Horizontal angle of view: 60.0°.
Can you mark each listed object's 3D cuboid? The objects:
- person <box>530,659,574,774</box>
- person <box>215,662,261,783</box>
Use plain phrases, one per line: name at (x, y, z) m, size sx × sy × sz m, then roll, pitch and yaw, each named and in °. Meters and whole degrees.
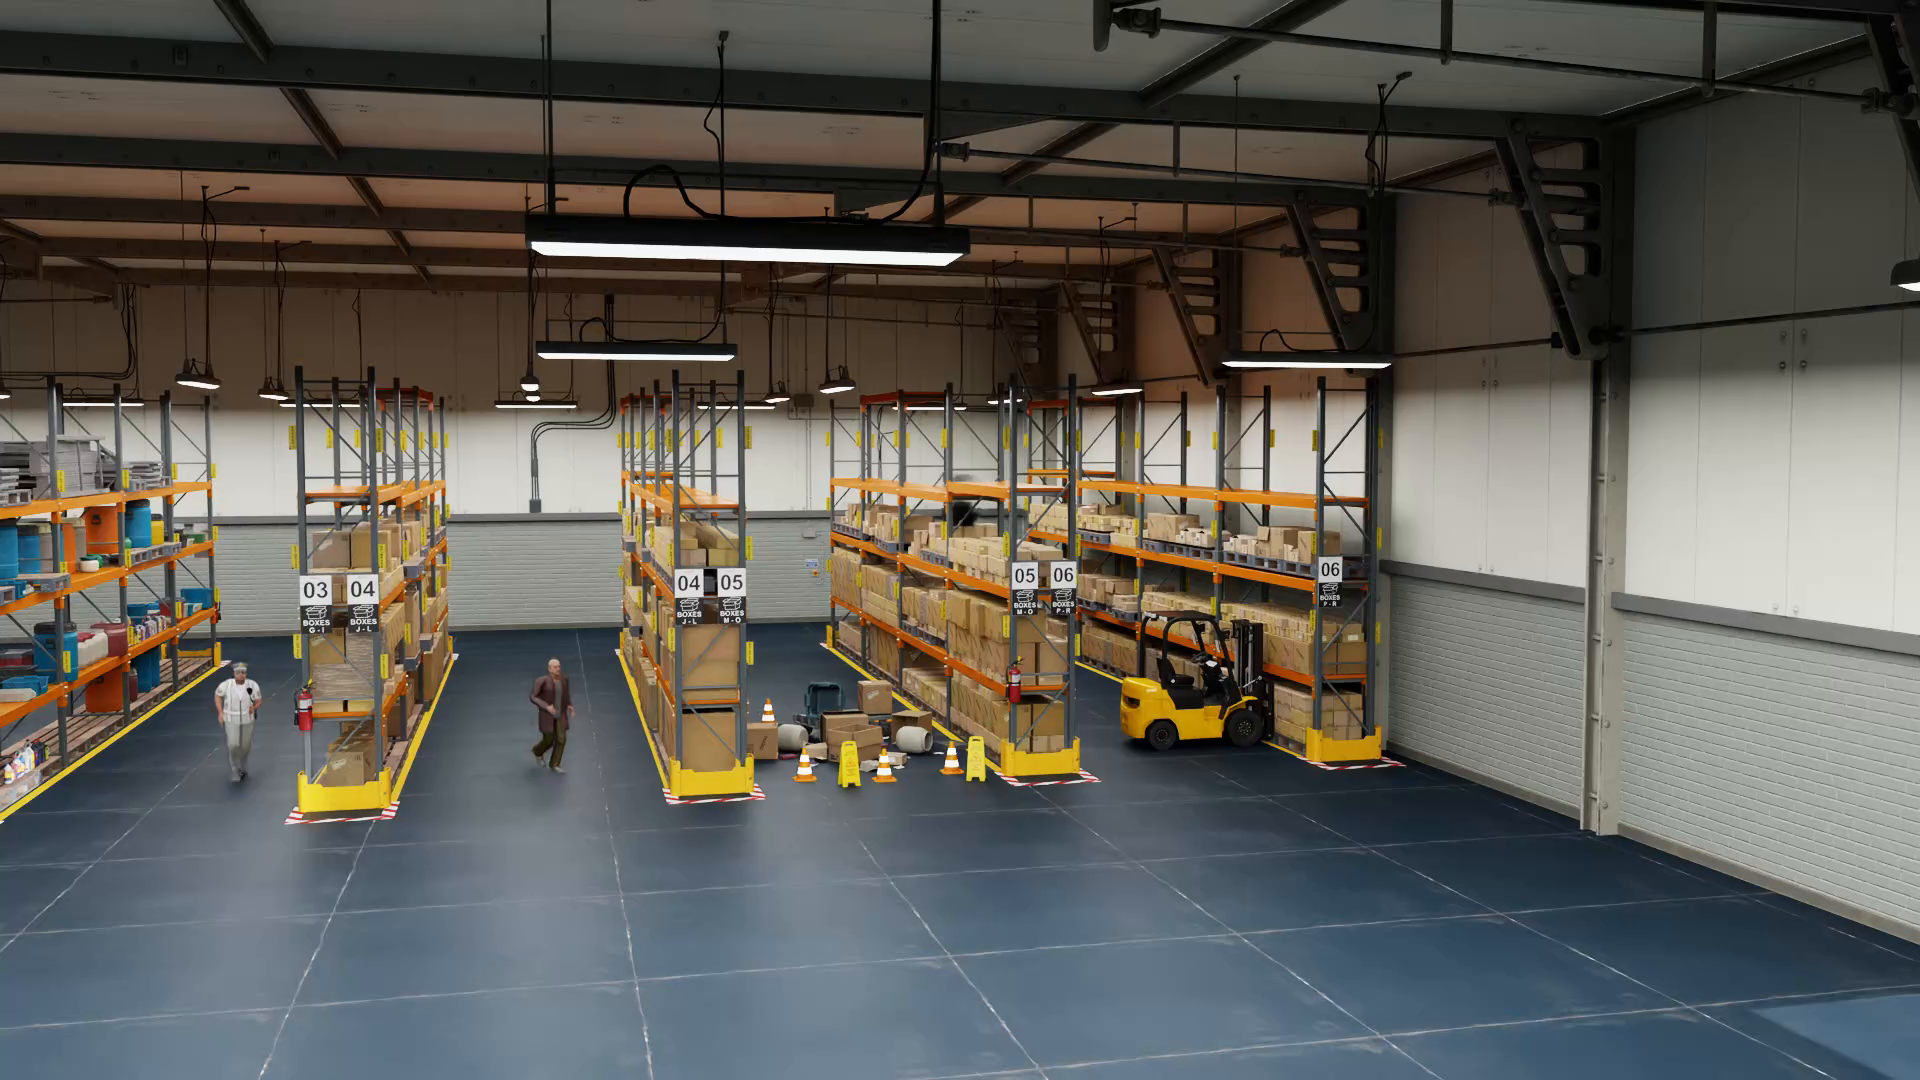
person at (-6.205, 2.648, 25.139) m, size 0.704 × 1.731 × 0.830 m, roll -3°, pitch 4°, yaw -40°
person at (-10.627, 2.688, 24.522) m, size 0.605 × 1.800 × 0.835 m, roll -2°, pitch 4°, yaw -31°
